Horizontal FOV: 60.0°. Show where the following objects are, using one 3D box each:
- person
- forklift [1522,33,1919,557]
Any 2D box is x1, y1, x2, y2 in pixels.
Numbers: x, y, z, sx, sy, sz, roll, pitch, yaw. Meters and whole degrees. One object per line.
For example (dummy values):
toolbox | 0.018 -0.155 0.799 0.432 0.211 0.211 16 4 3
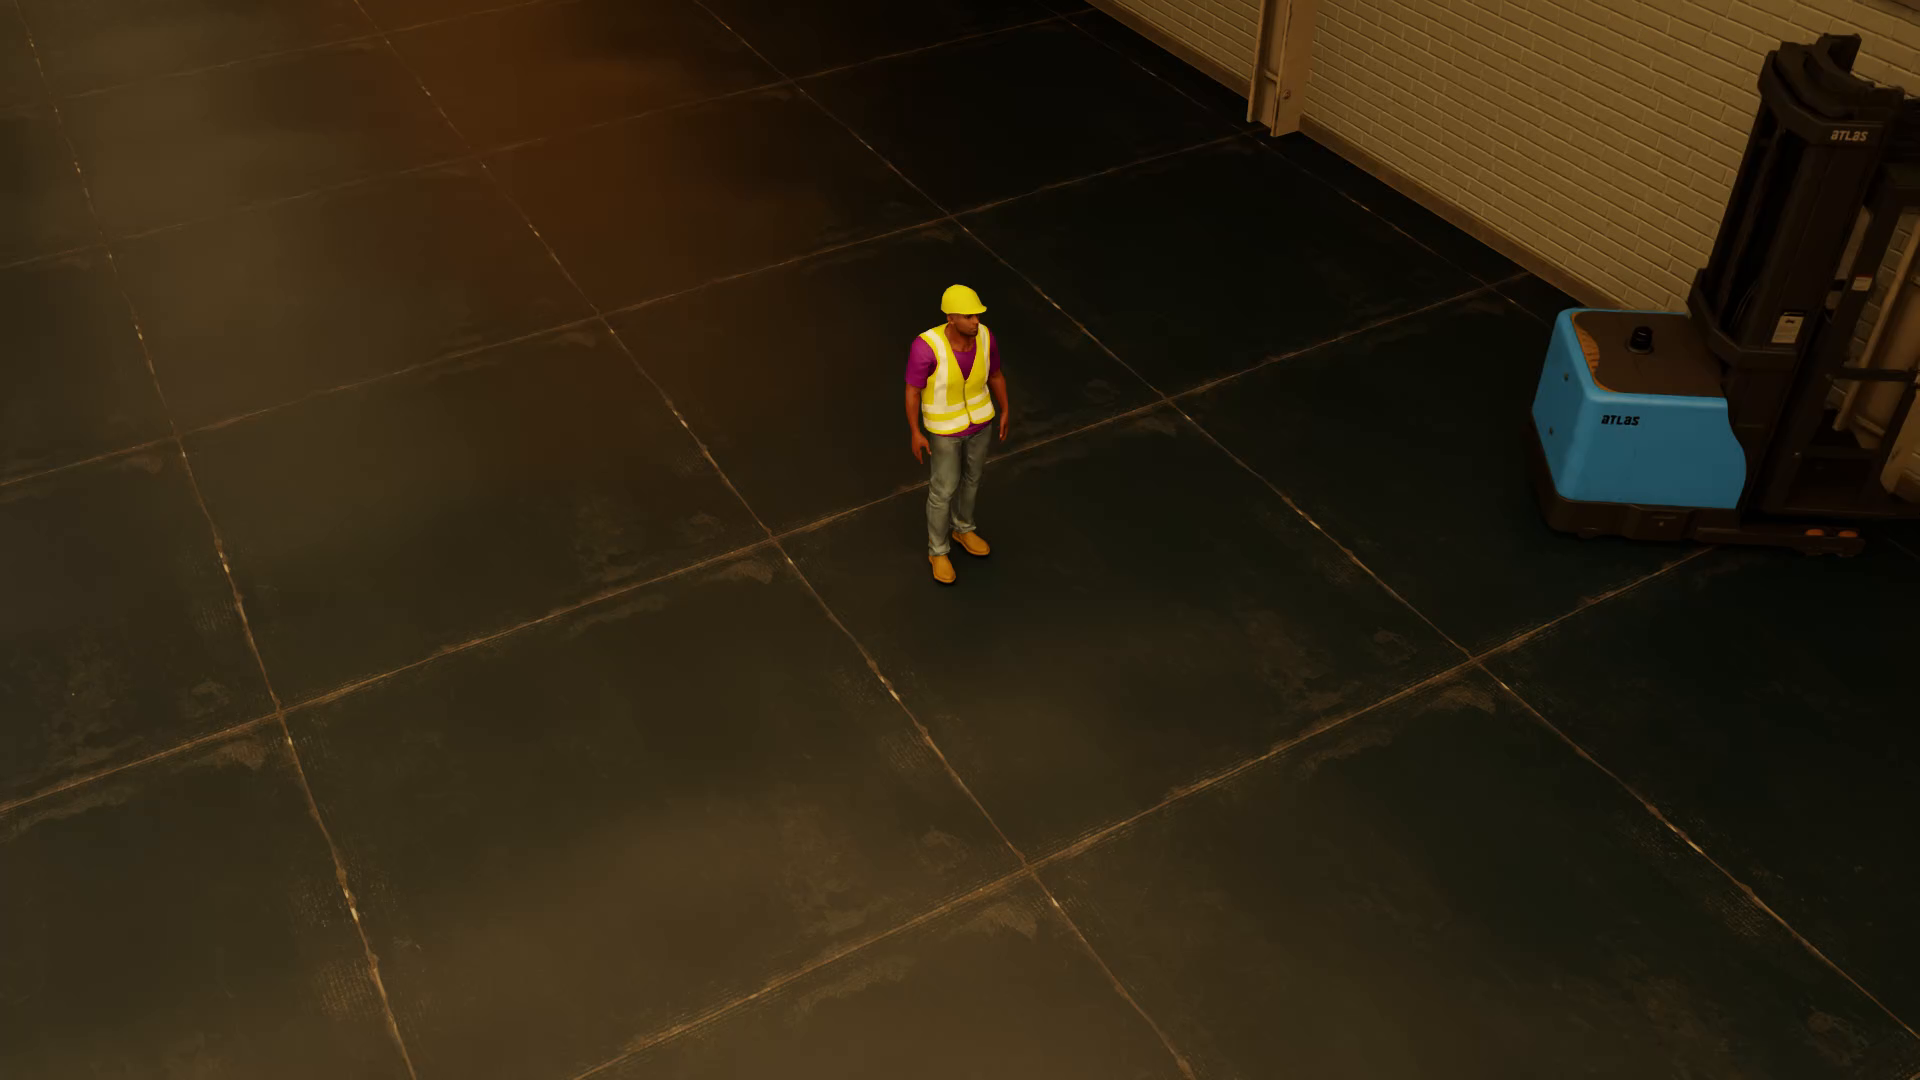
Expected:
person | 0.029 -0.645 9.715 0.665 1.765 0.577 -20 44 -23
forklift | 5.192 -1.377 9.697 3.031 2.935 1.130 3 40 4
